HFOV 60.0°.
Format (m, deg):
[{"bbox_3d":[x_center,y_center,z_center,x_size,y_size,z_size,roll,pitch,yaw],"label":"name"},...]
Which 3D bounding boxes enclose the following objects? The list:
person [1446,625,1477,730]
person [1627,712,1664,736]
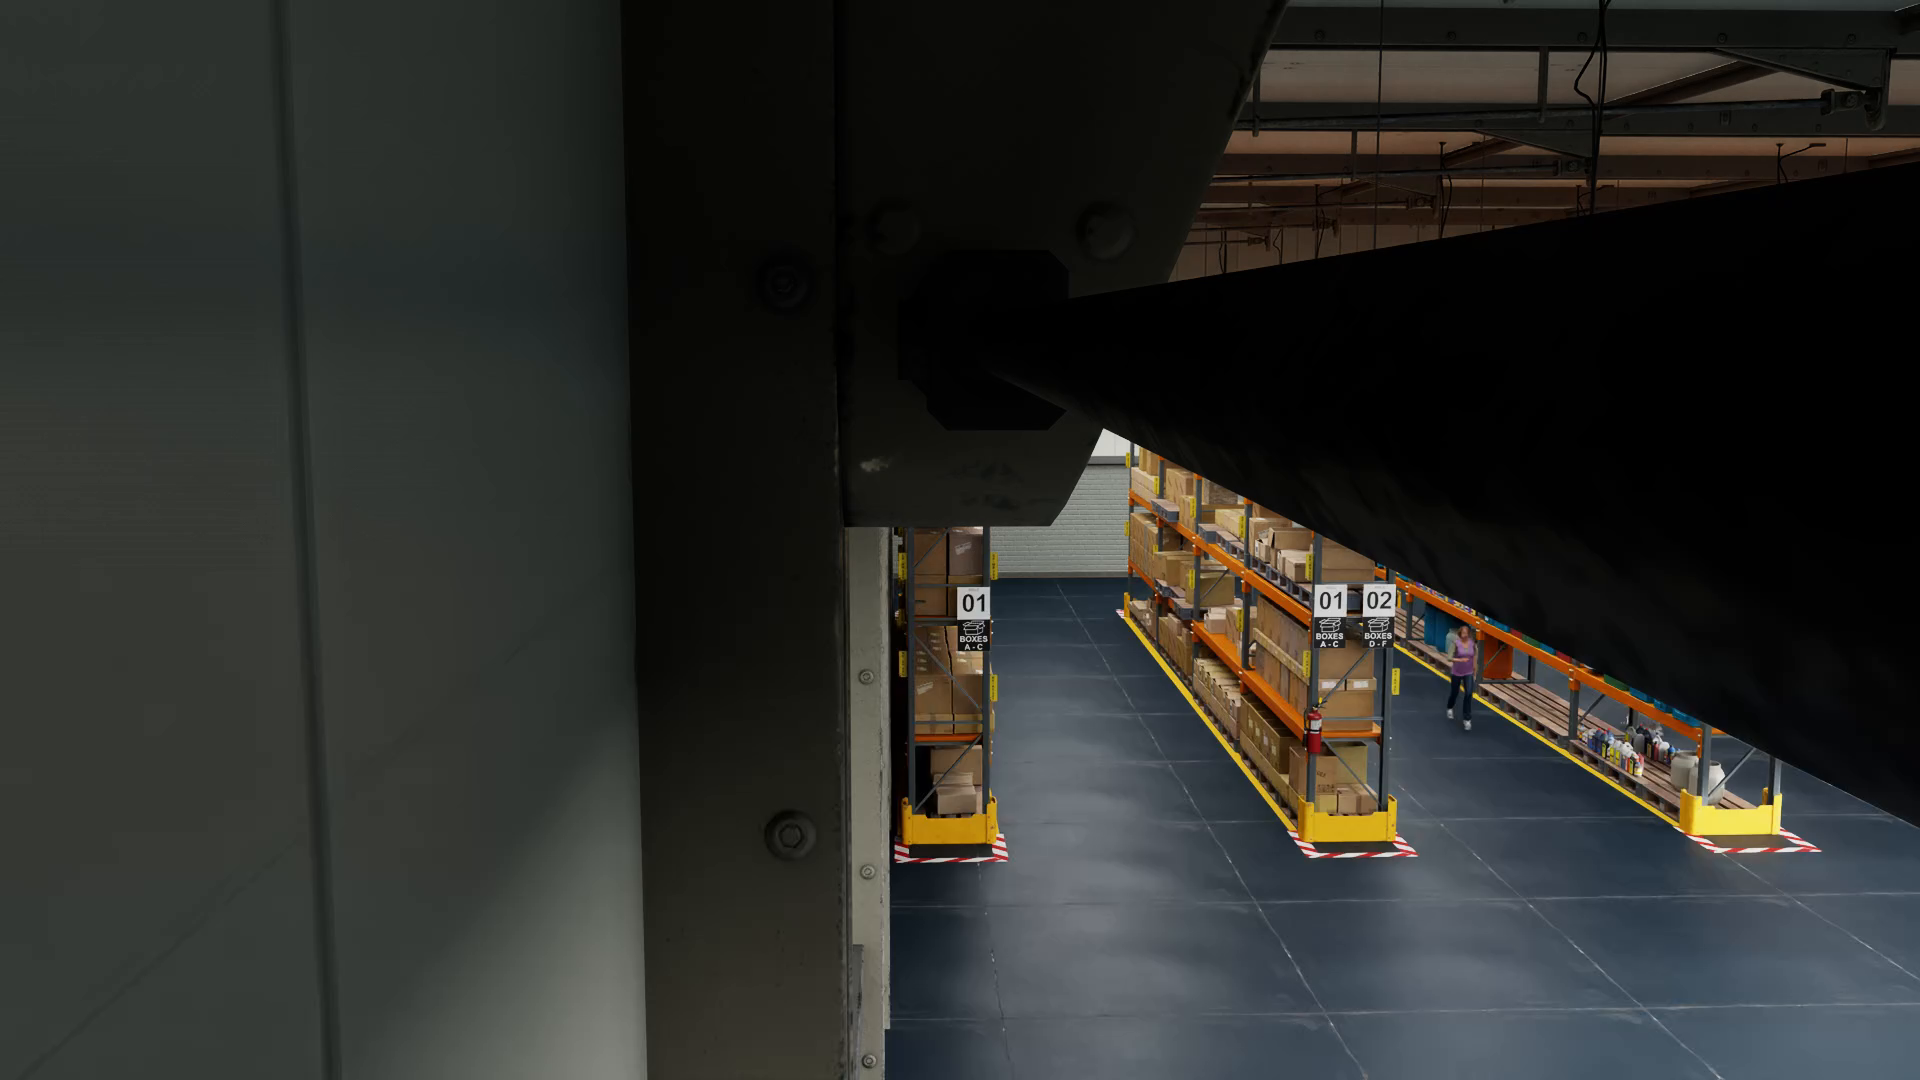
[{"bbox_3d":[7.967,2.138,26.407,0.532,1.609,0.861,0,7,-1],"label":"person"},{"bbox_3d":[10.808,2.206,25.885,0.622,1.637,0.642,-1,7,-6],"label":"person"}]
